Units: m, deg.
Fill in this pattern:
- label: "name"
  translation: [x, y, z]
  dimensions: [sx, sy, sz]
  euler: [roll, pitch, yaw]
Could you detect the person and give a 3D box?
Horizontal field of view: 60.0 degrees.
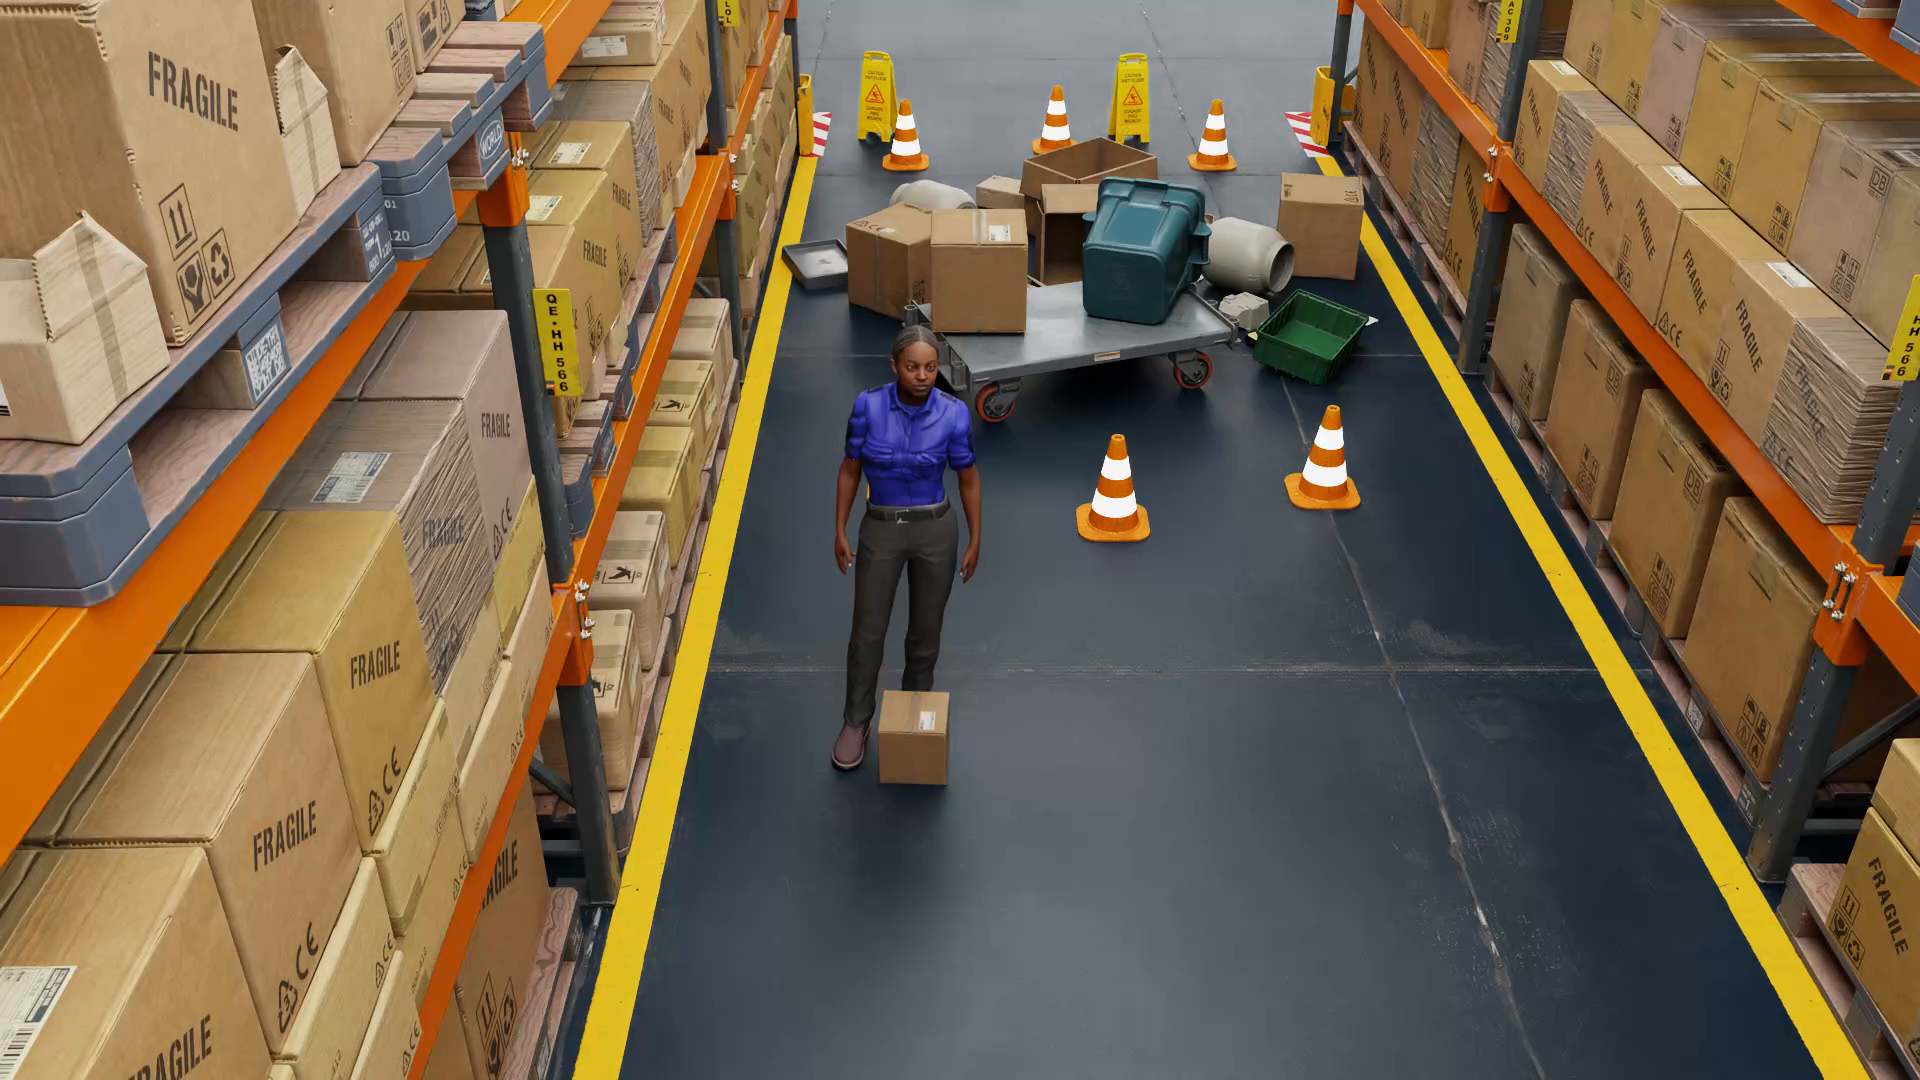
- label: "person"
  translation: [-0.204, 0.040, 6.060]
  dimensions: [0.569, 1.654, 0.504]
  euler: [0, 32, 0]
